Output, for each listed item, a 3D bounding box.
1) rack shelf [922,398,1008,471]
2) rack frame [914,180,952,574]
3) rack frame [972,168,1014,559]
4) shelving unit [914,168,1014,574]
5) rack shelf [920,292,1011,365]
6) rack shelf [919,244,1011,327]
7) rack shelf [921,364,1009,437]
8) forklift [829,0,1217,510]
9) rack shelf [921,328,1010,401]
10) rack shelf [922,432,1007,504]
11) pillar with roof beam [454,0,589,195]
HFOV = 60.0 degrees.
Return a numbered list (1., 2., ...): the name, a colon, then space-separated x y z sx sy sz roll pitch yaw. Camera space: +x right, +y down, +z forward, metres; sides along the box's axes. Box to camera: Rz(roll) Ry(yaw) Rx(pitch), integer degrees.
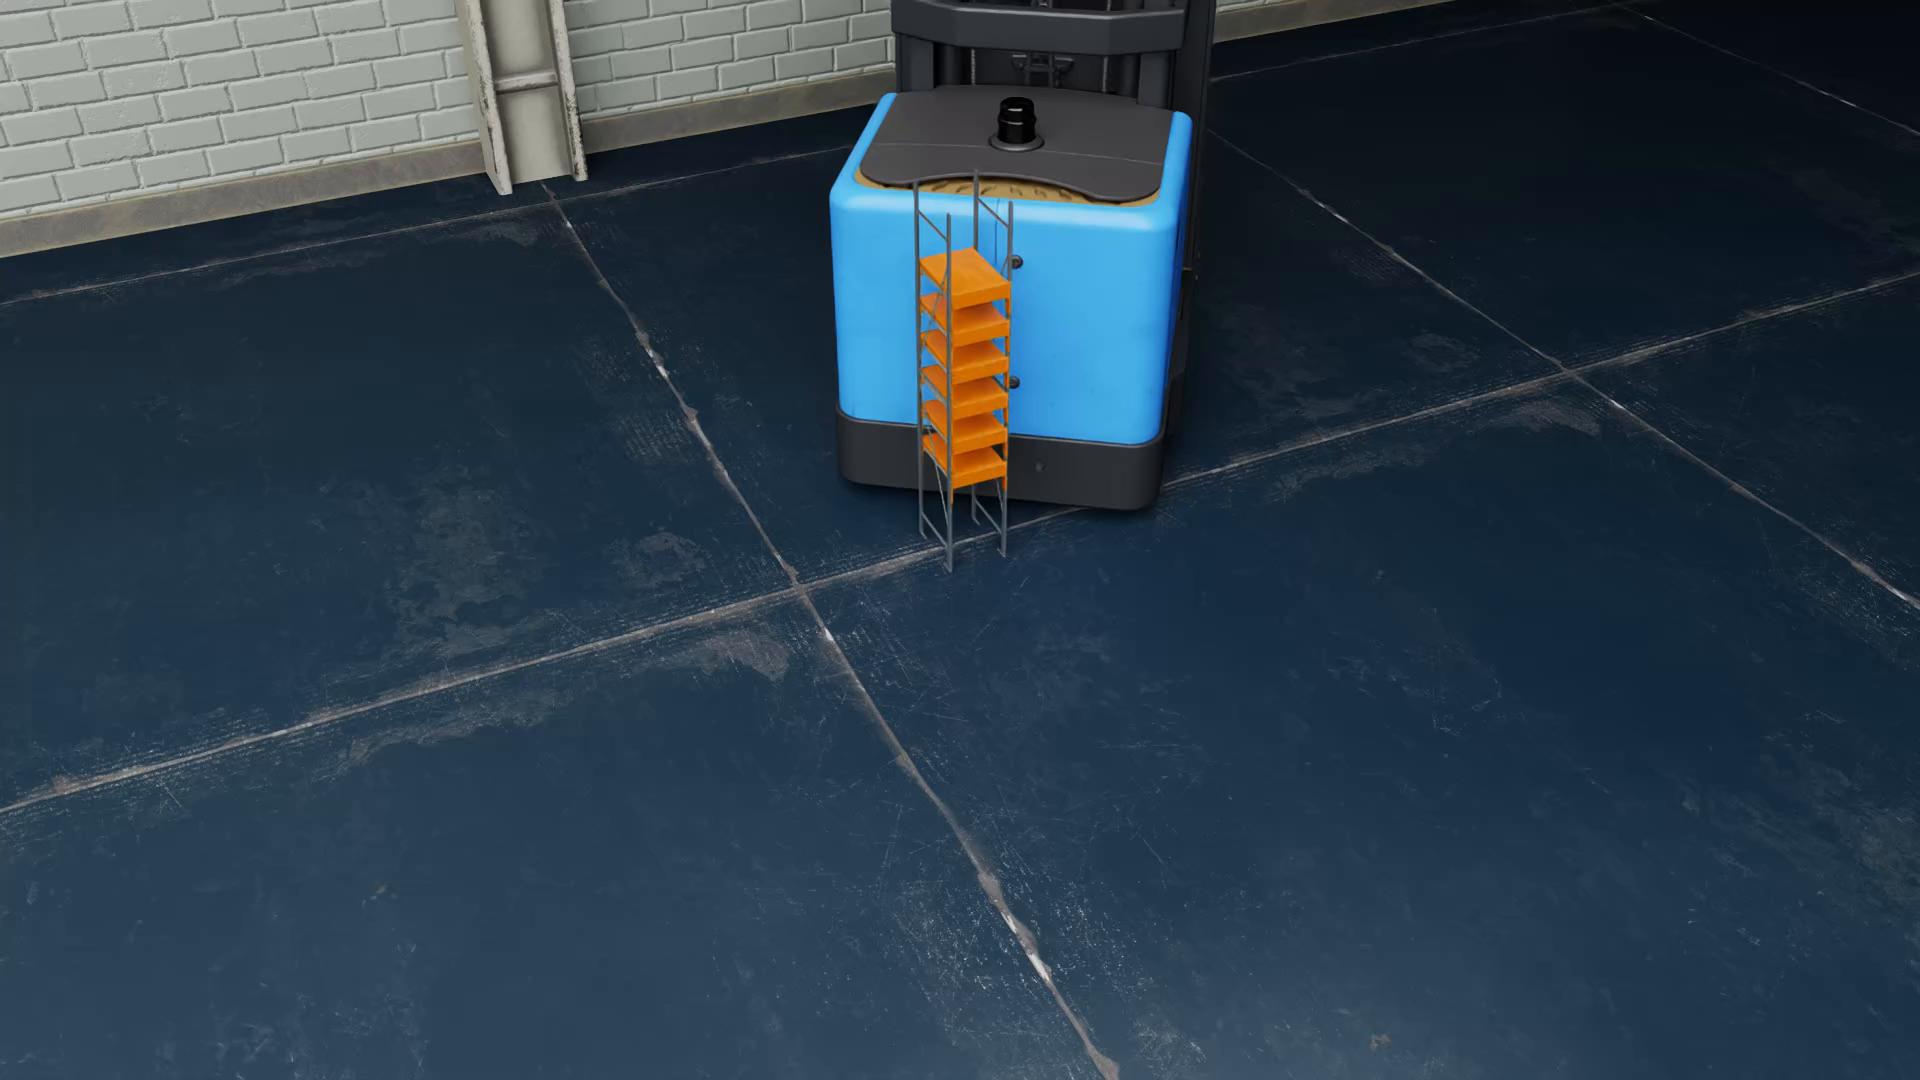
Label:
1. rack shelf: 0.007 -0.333 4.967 0.180 0.103 0.258 -15 39 -20
2. rack frame: -0.076 -0.442 4.838 0.006 1.200 0.240 -15 39 -20
3. rack frame: 0.090 -0.488 4.899 0.006 1.200 0.240 -15 39 -20
4. shelving unit: 0.007 -0.465 4.869 0.189 1.200 0.258 -15 39 -20
5. rack shelf: 0.007 -0.622 4.752 0.180 0.103 0.258 -15 39 -20
6. rack shelf: 0.008 -0.718 4.680 0.180 0.103 0.258 -15 39 -20
7. rack shelf: 0.007 -0.429 4.895 0.180 0.103 0.258 -15 39 -20
8. forklift: 0.361 -2.145 5.682 1.130 2.935 3.031 6 37 8
9. rack shelf: 0.007 -0.525 4.823 0.180 0.103 0.258 -15 39 -20
10. rack shelf: 0.007 -0.237 5.039 0.180 0.103 0.258 -15 39 -20
11. pillar with roof beam: -0.071 -2.936 1.654 0.400 9.000 9.100 -16 39 -20
